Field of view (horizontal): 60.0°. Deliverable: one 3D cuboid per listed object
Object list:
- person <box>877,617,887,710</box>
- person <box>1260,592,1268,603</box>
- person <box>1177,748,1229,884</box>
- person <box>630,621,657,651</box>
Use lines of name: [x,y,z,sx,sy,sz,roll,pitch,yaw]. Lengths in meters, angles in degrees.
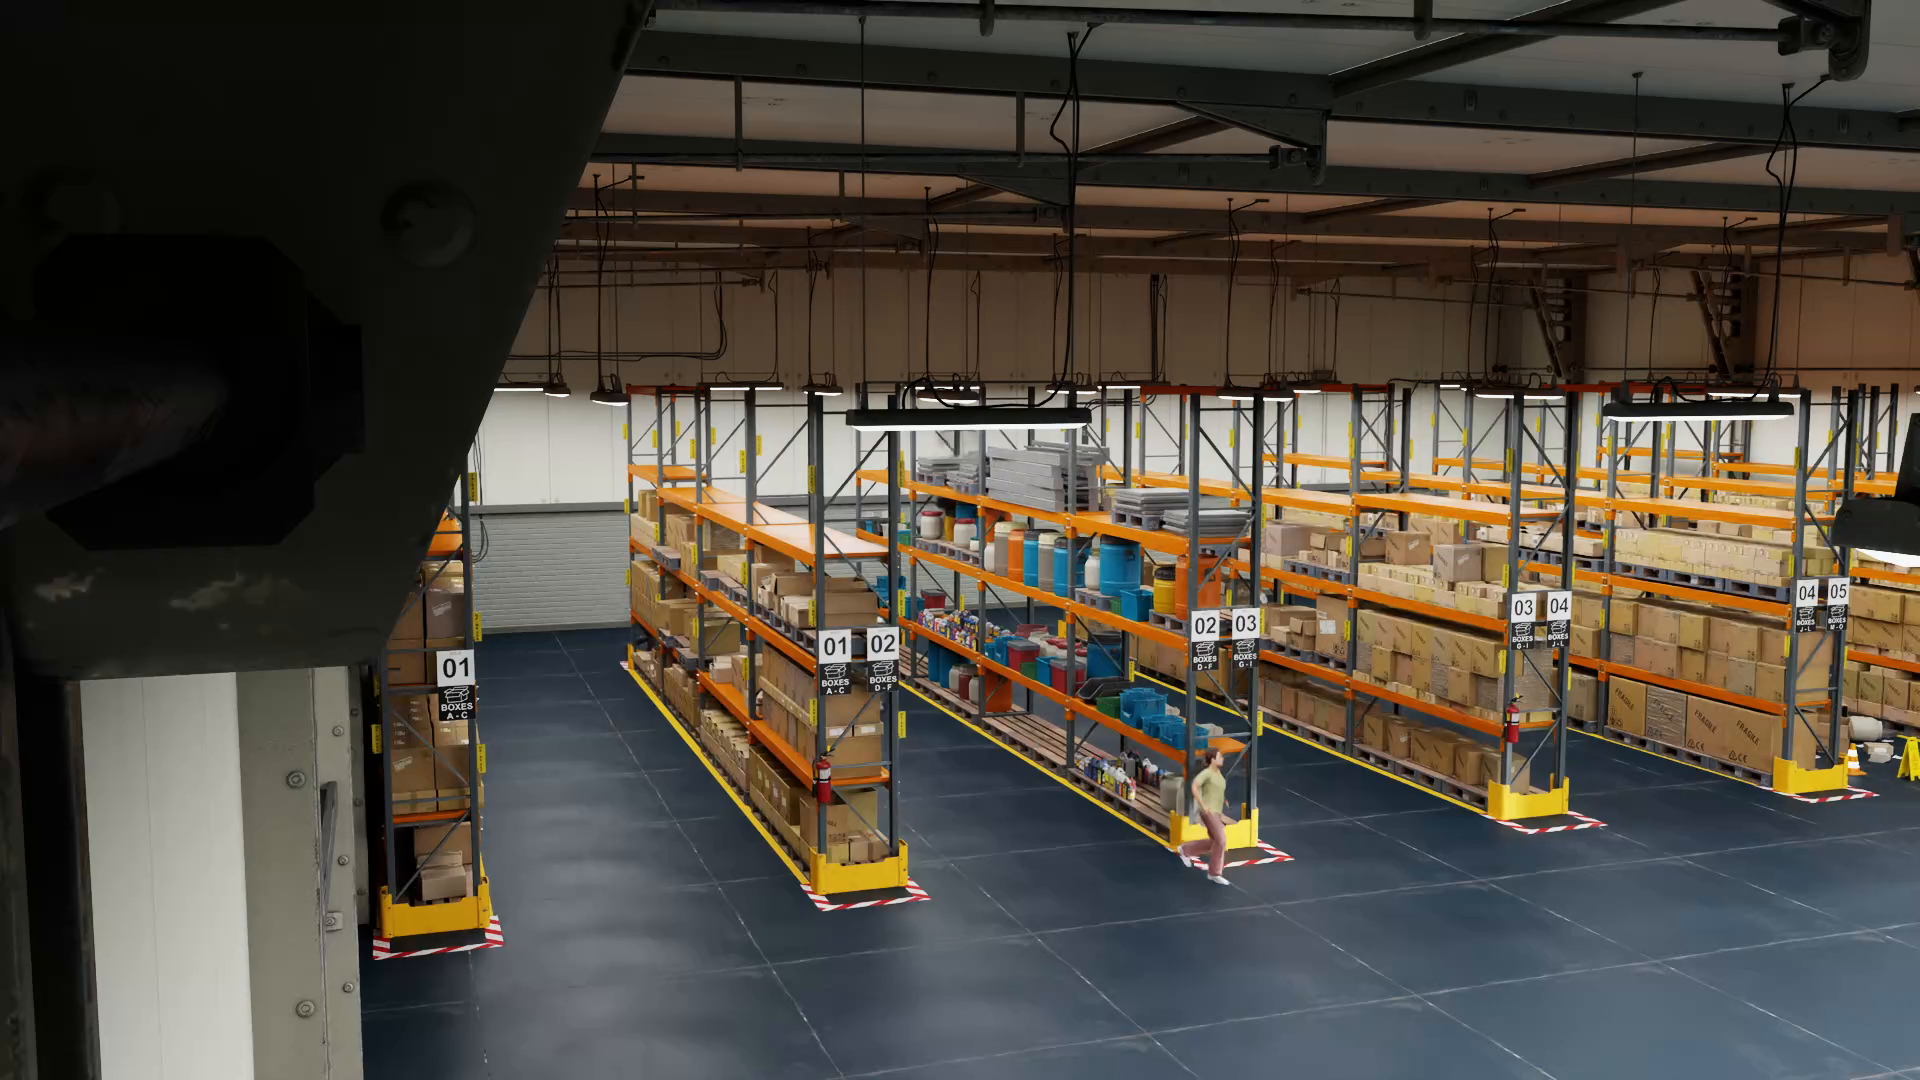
person: [-1.488,2.290,30.937,0.703,1.723,0.588,-1,6,-13]
person: [6.374,1.753,36.087,0.759,1.728,0.687,-2,6,-22]
person: [3.089,3.403,20.745,0.744,1.650,0.627,3,7,30]
person: [-6.868,1.763,36.253,0.691,1.677,0.700,-3,7,-28]
